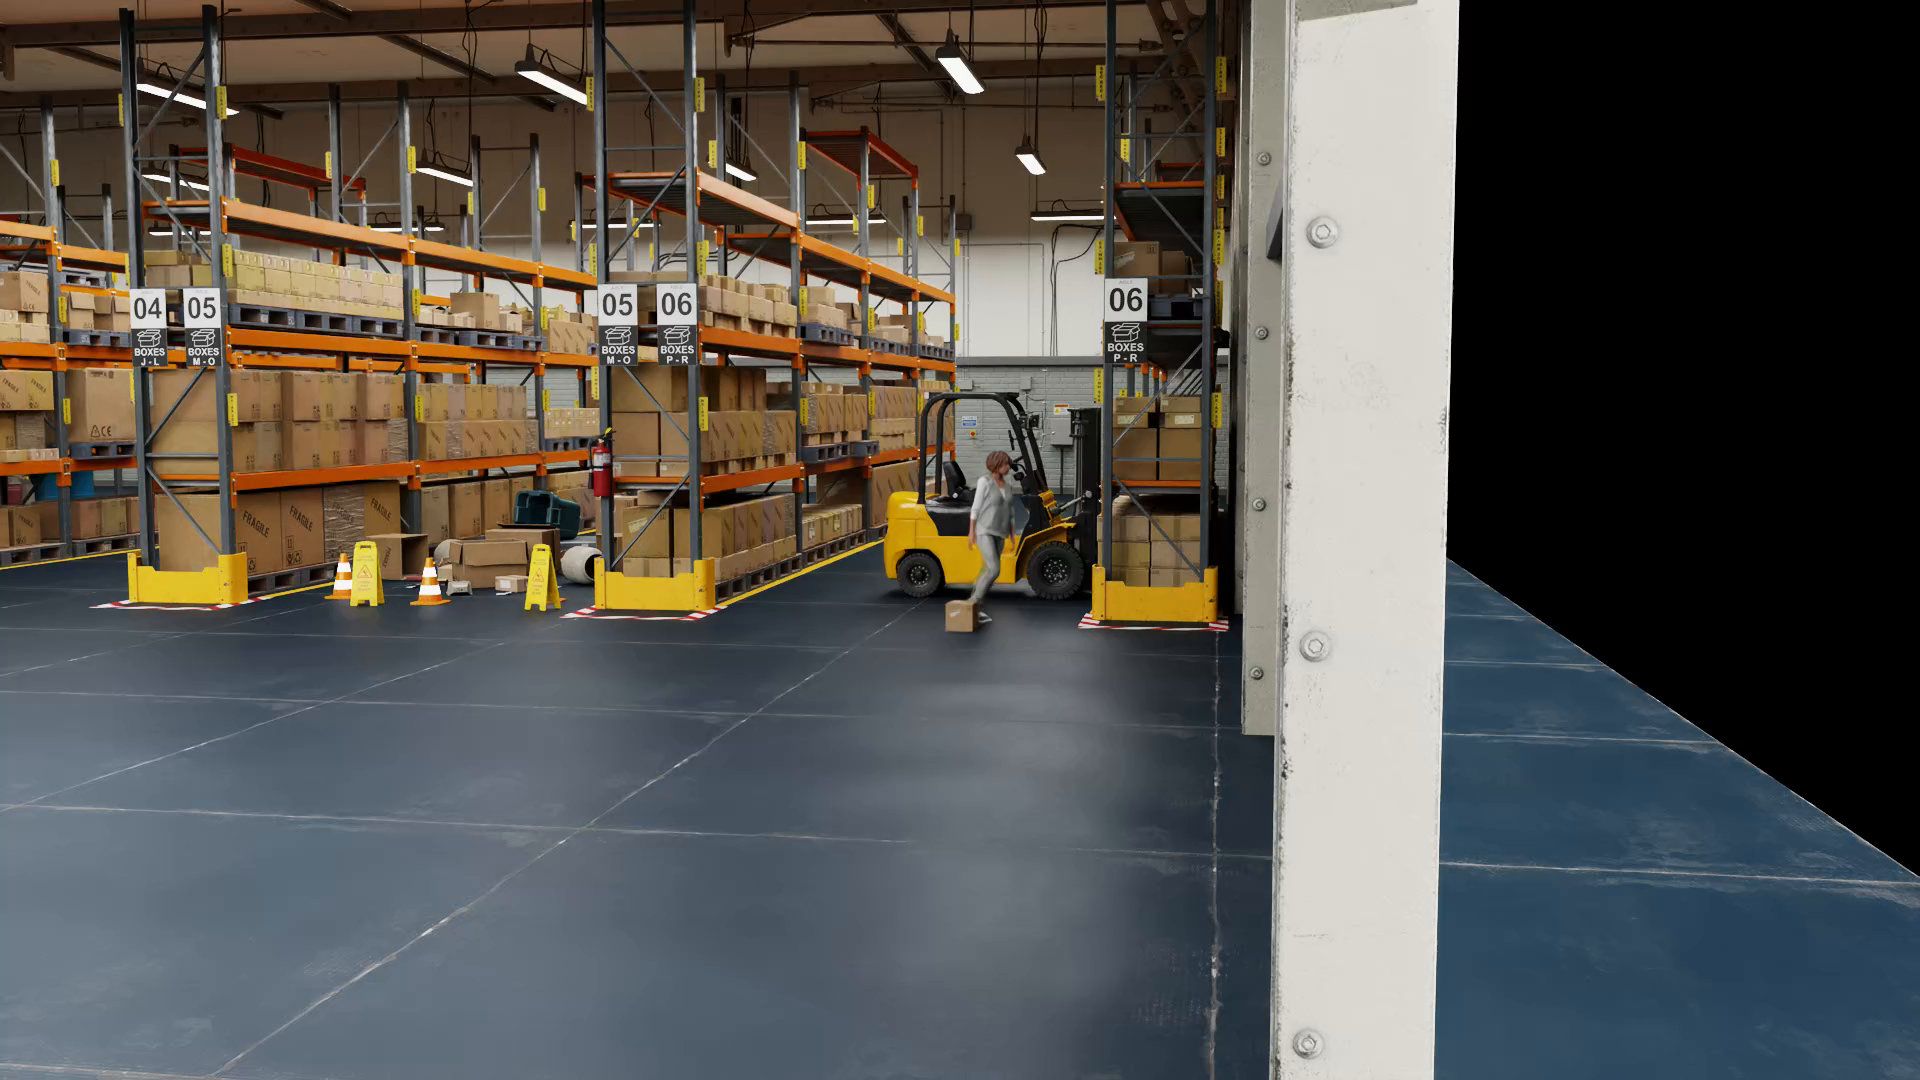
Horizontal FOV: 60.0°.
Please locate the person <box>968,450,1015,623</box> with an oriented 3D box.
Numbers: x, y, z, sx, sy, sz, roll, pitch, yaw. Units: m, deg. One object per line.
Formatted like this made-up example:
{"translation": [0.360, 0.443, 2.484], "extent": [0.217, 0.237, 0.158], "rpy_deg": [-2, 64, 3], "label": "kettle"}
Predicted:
{"translation": [0.257, -0.027, 15.189], "extent": [0.513, 1.583, 0.474], "rpy_deg": [-5, 7, -44], "label": "person"}
